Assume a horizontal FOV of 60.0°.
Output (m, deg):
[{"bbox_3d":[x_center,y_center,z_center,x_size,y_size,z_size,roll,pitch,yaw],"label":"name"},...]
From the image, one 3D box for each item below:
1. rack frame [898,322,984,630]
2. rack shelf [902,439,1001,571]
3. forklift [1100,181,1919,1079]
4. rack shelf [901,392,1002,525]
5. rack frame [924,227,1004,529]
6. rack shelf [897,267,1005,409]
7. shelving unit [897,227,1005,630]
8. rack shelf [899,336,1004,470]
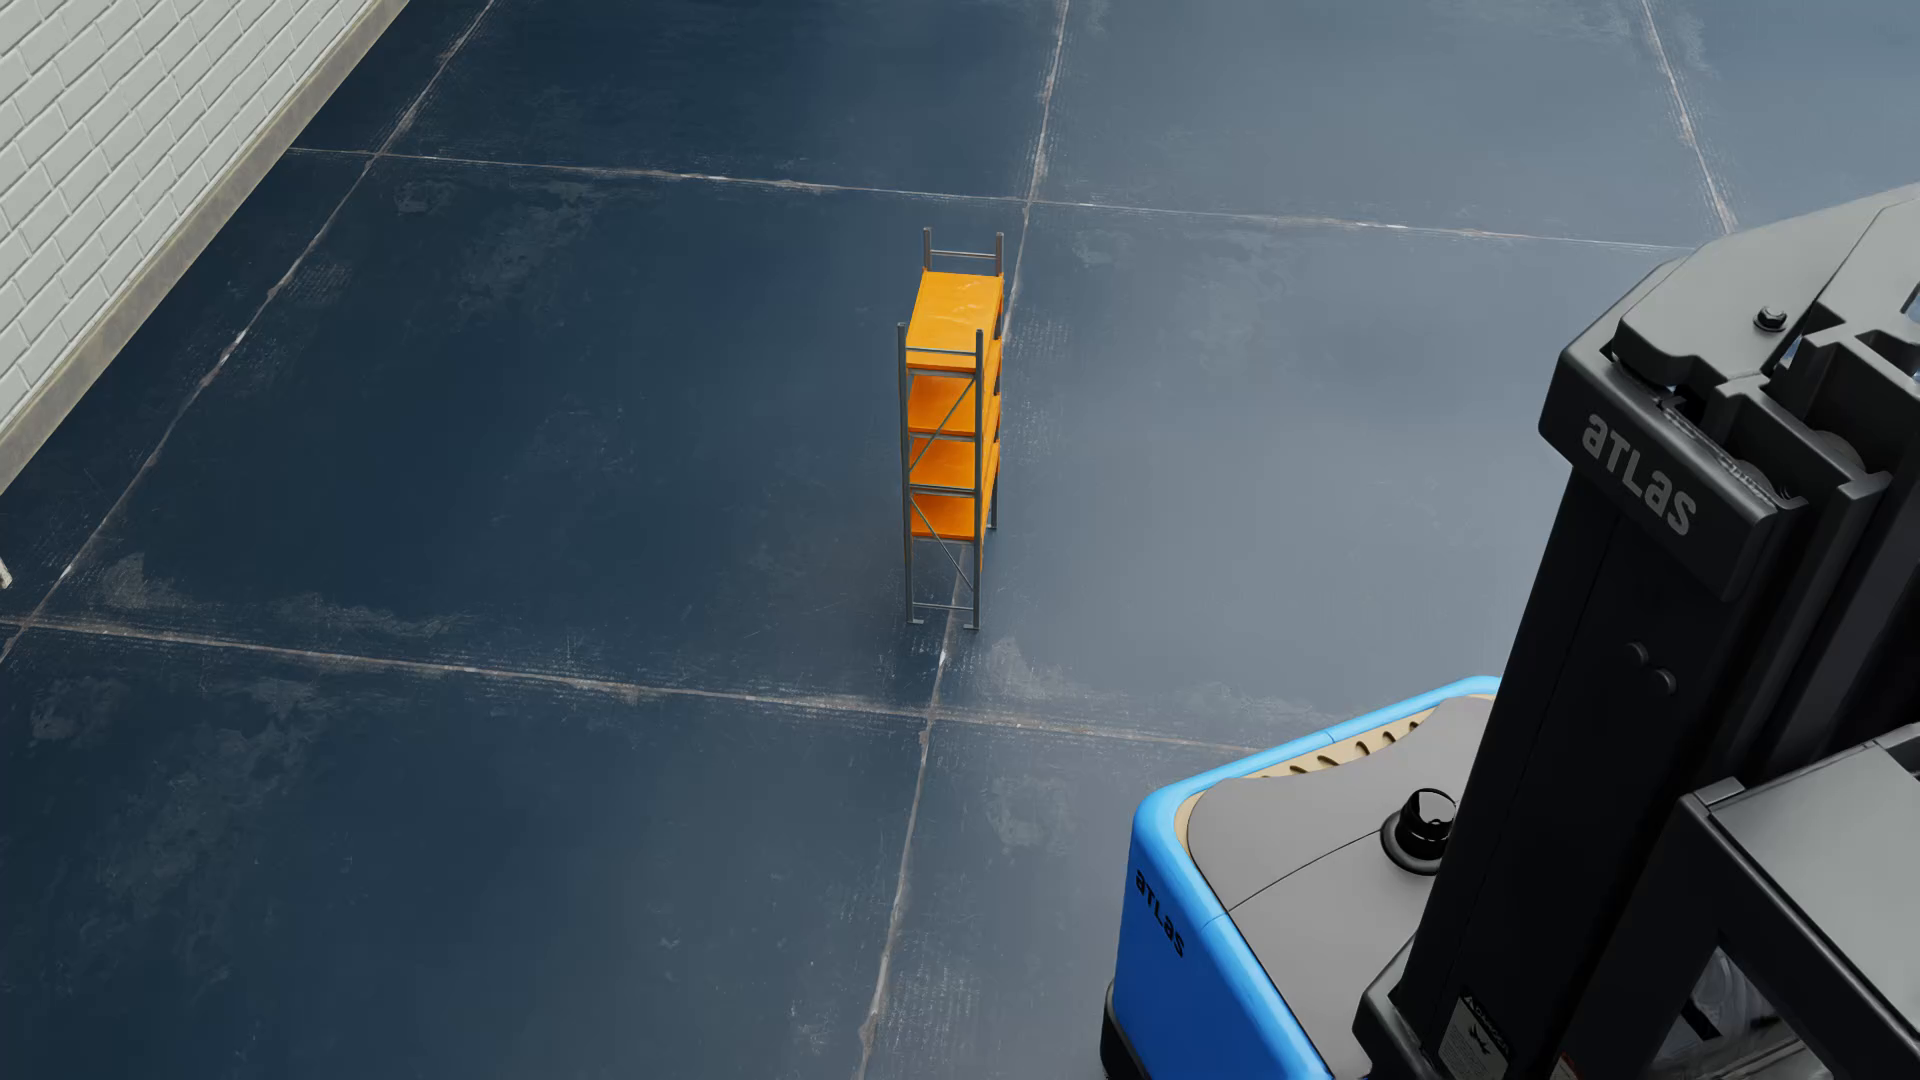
[{"bbox_3d":[-0.054,-0.157,5.043,0.240,1.200,0.015,5,44,6],"label":"rack frame"},{"bbox_3d":[-0.022,-0.130,5.401,0.258,0.148,0.480,5,44,6],"label":"rack shelf"},{"bbox_3d":[1.410,1.073,2.485,1.130,2.935,3.031,-17,46,-17],"label":"forklift"},{"bbox_3d":[-0.022,-0.274,5.265,0.258,0.148,0.480,5,44,6],"label":"rack shelf"},{"bbox_3d":[0.010,-0.489,5.394,0.240,1.200,0.015,5,44,6],"label":"rack frame"},{"bbox_3d":[-0.022,-0.608,4.948,0.258,0.148,0.480,5,44,6],"label":"rack shelf"},{"bbox_3d":[-0.022,-0.323,5.218,0.258,1.200,0.503,5,44,6],"label":"shelving unit"},{"bbox_3d":[-0.022,-0.436,5.111,0.258,0.148,0.480,5,44,6],"label":"rack shelf"}]
